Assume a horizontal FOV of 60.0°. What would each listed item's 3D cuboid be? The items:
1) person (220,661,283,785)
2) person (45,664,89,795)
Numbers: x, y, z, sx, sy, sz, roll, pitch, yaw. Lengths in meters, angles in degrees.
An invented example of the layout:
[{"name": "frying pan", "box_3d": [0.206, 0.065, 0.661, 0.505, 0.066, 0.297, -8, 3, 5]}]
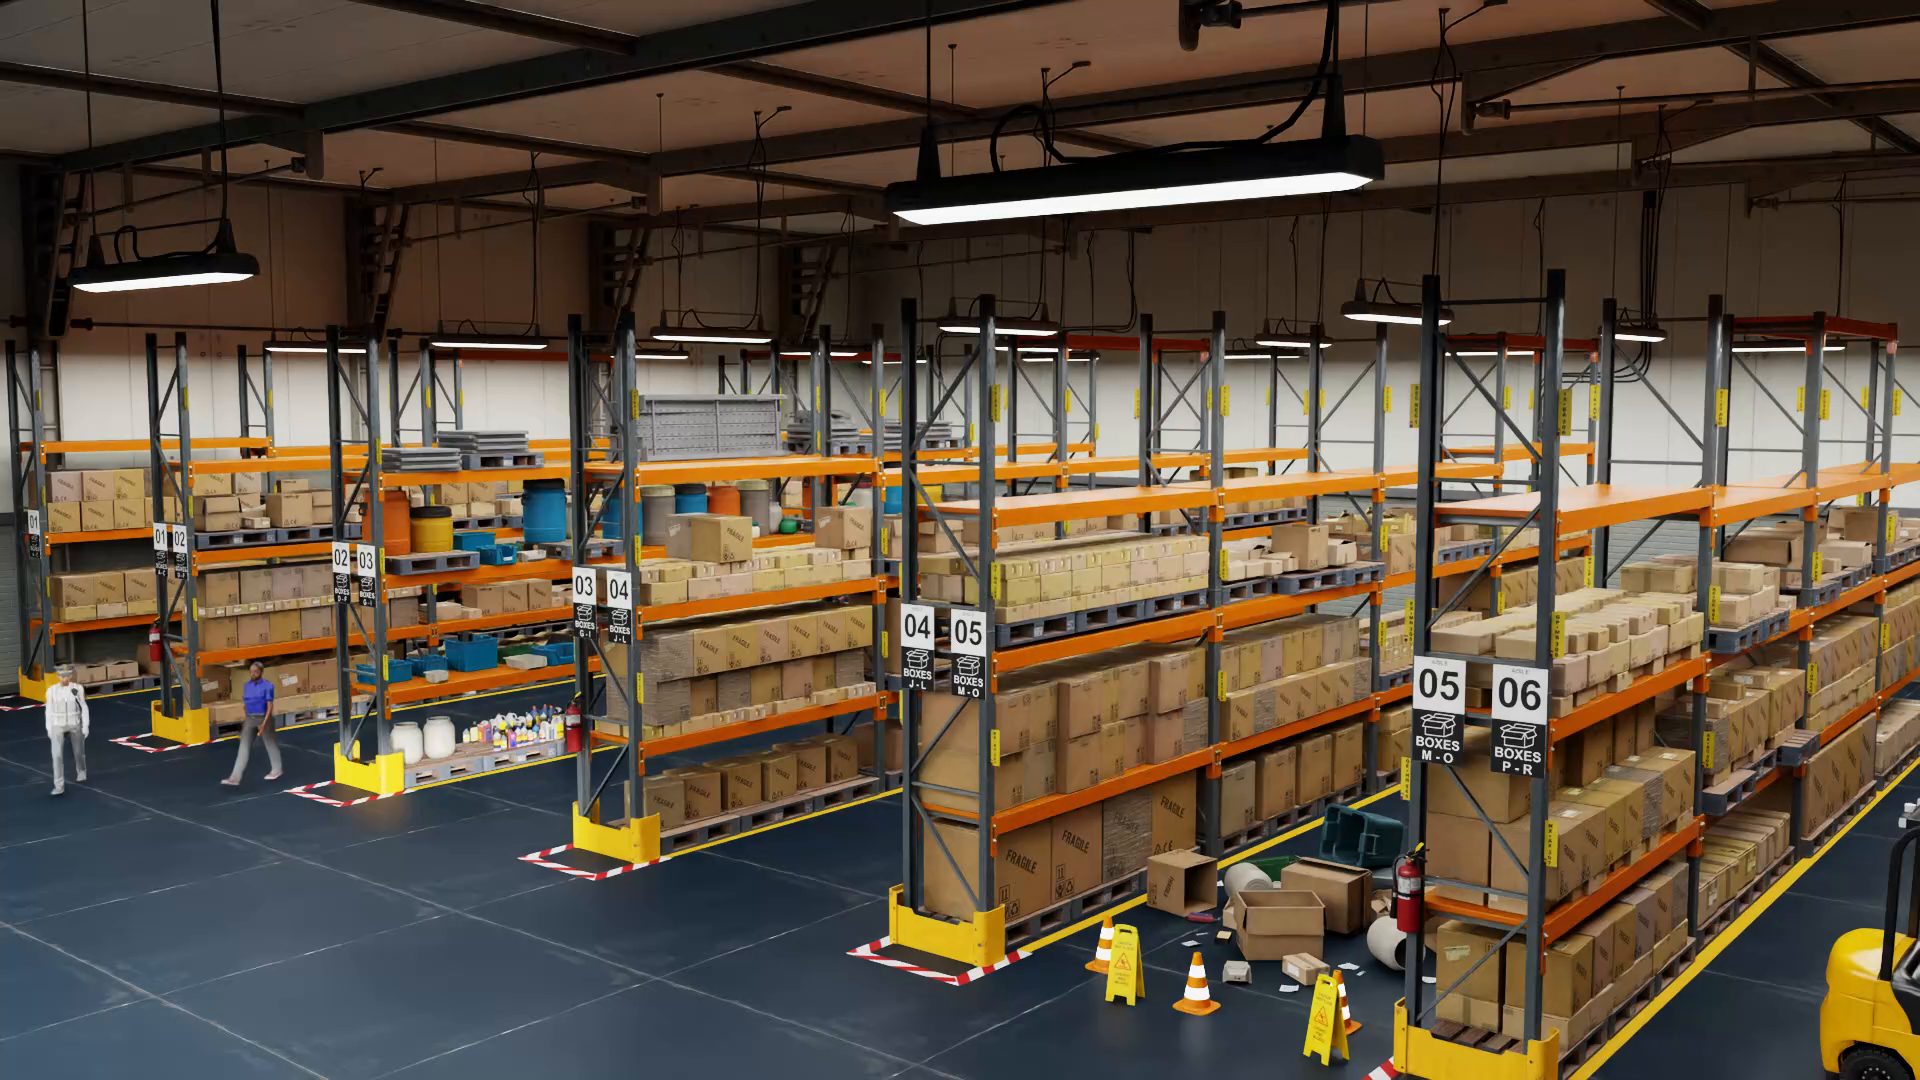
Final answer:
[{"name": "person", "box_3d": [-9.213, 2.392, 21.697, 0.500, 1.607, 0.987, 0, 5, 4]}, {"name": "person", "box_3d": [-11.571, 2.411, 21.556, 0.498, 1.626, 0.830, -3, 6, -30]}]
